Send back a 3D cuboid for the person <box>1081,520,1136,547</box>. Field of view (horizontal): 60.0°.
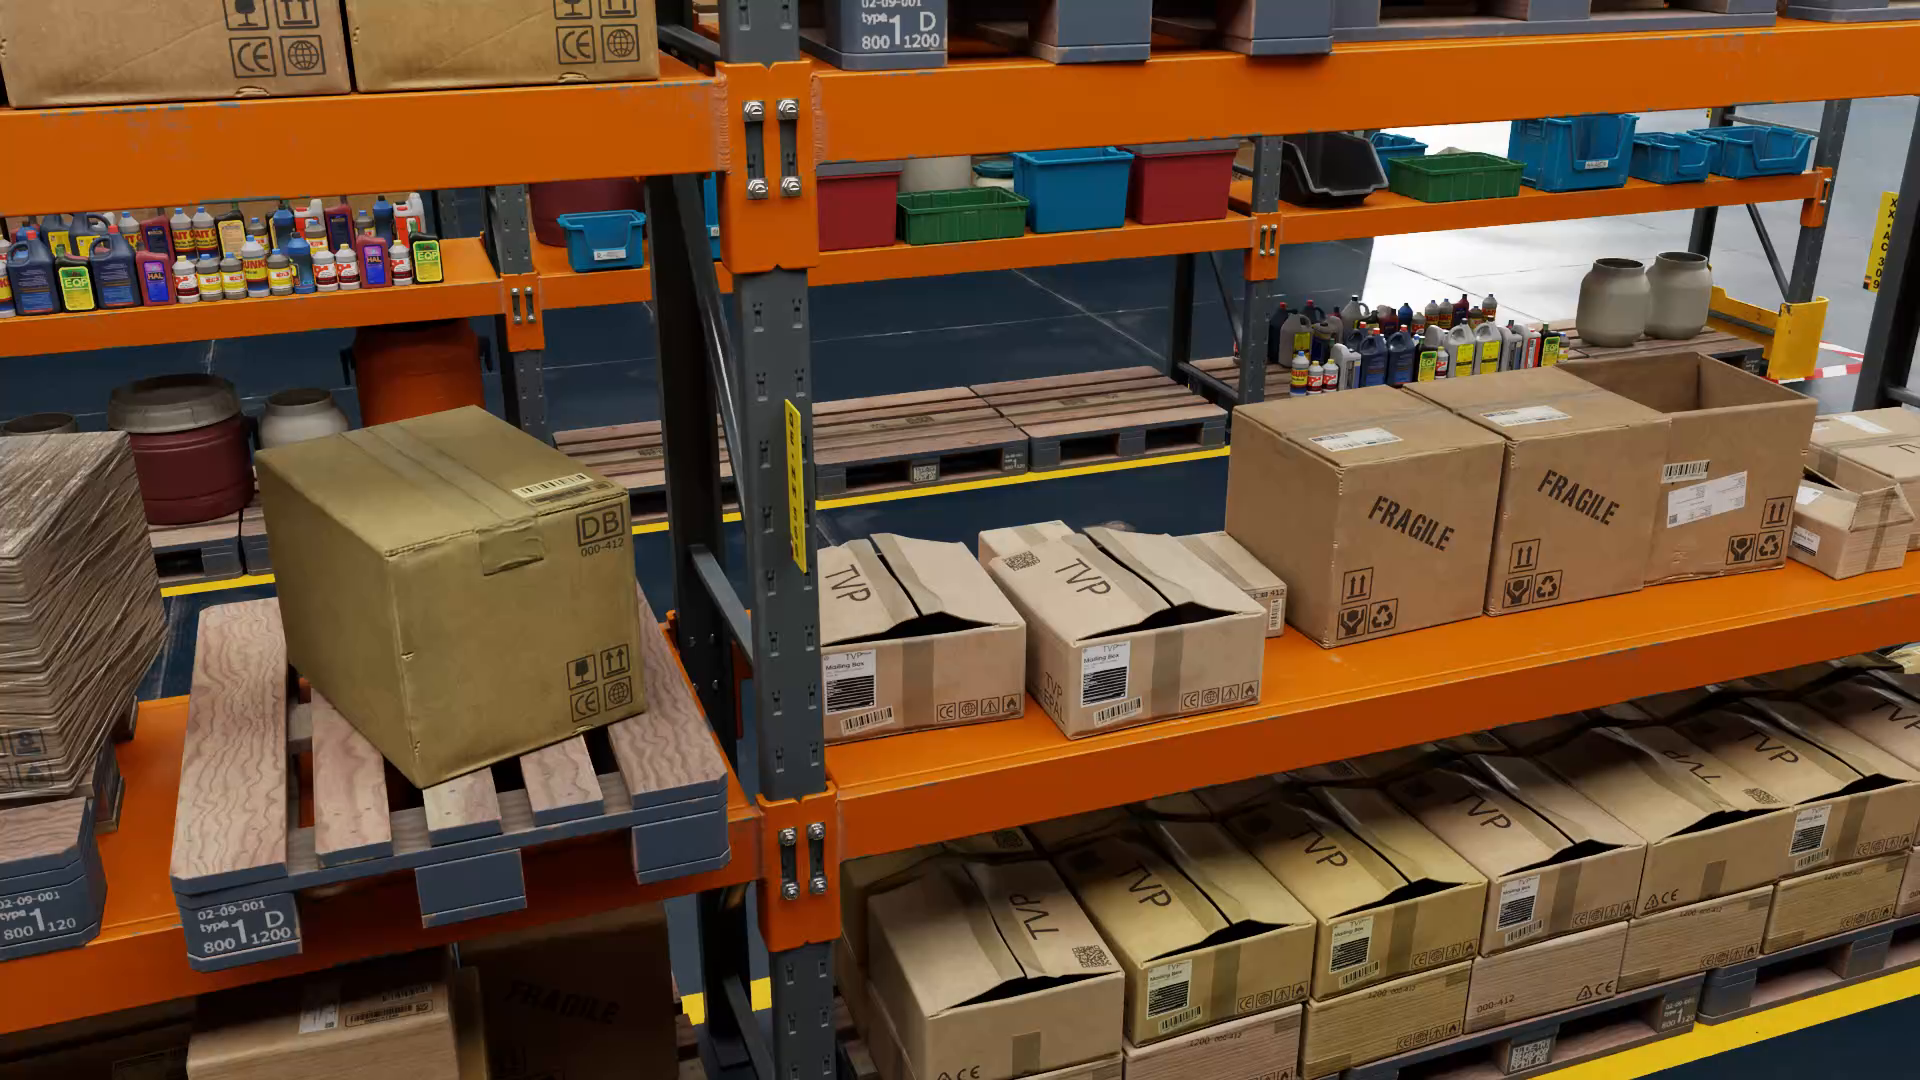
[{"bbox_3d":[0.276,0.417,6.043,0.854,0.940,0.463,-9,24,-21],"label":"person"}]
